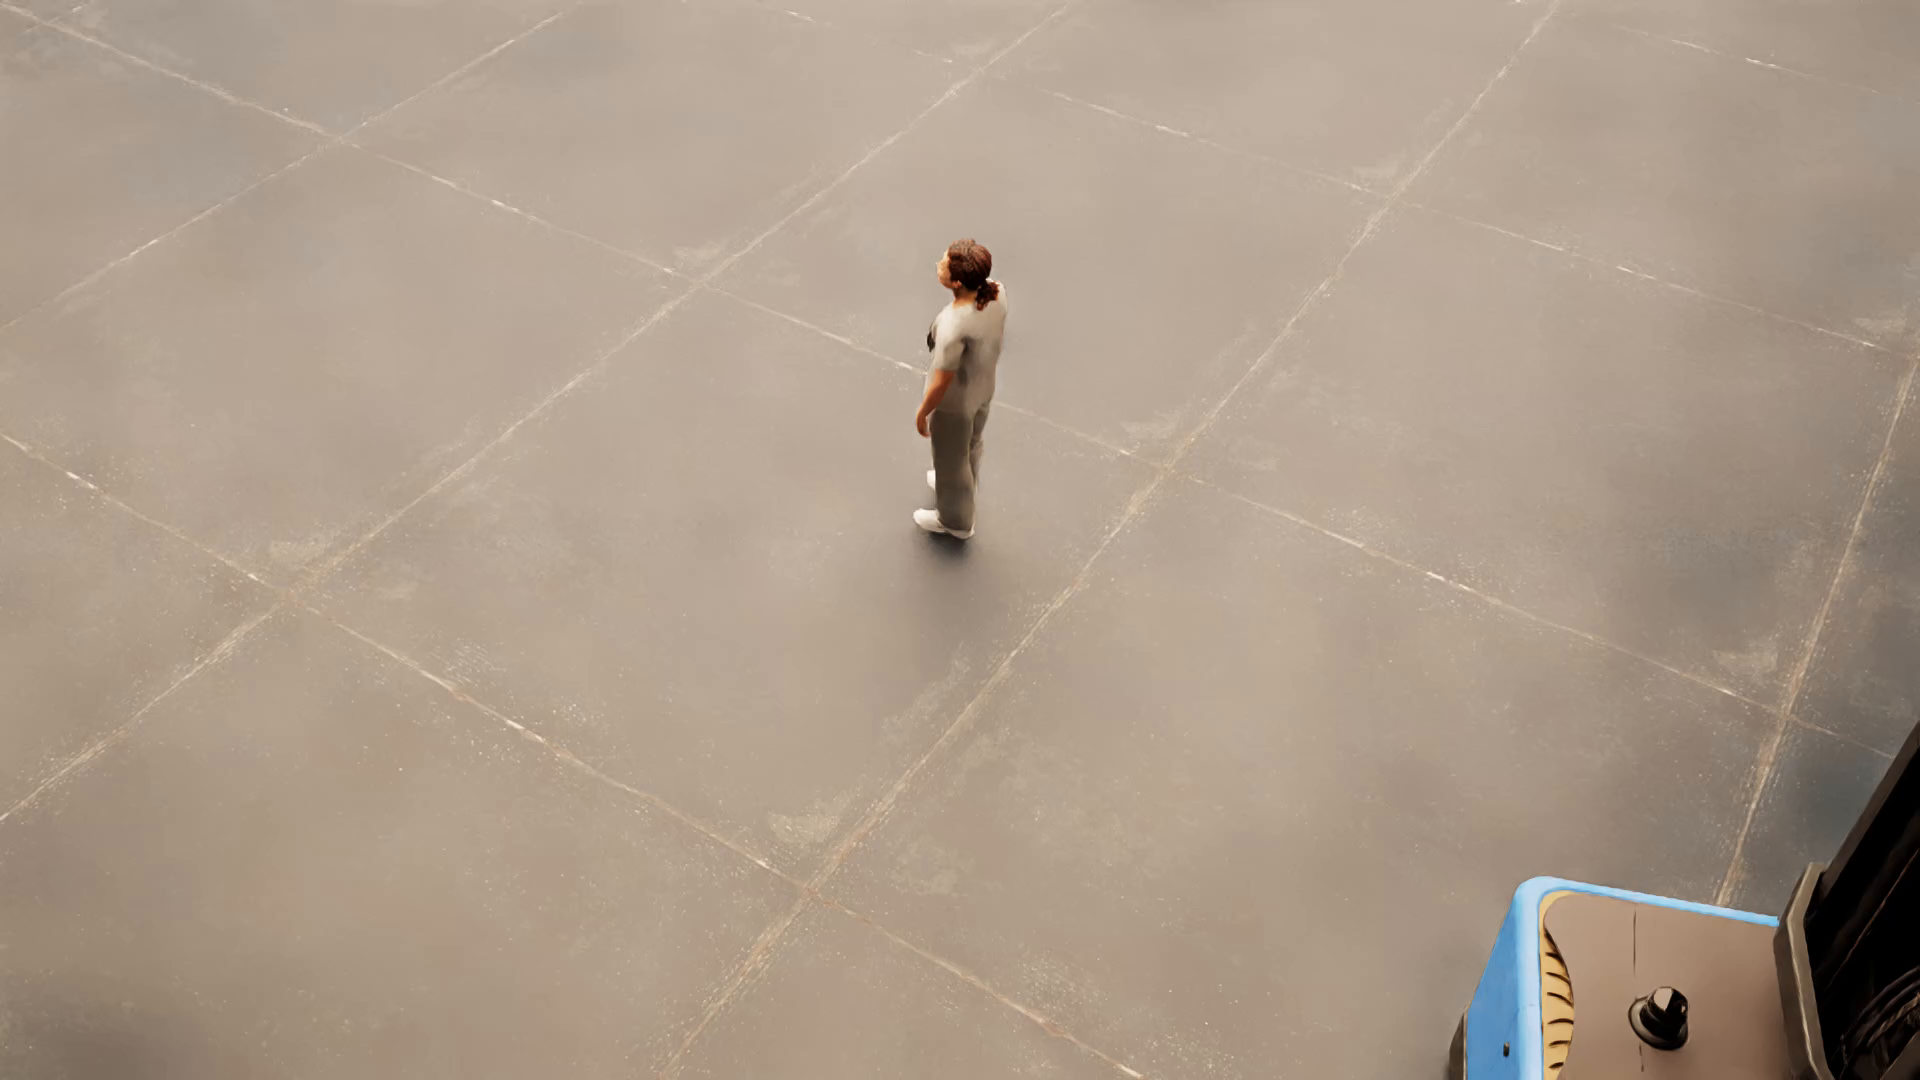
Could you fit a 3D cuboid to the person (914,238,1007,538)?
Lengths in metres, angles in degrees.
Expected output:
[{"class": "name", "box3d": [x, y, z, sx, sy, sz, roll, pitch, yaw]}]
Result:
[{"class": "person", "box3d": [-0.054, -0.676, 7.407, 0.549, 1.672, 0.550, 24, 48, 23]}]

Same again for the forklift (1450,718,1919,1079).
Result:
[{"class": "forklift", "box3d": [3.139, 1.324, 4.452, 3.031, 2.935, 1.130, 9, 44, 9]}]
